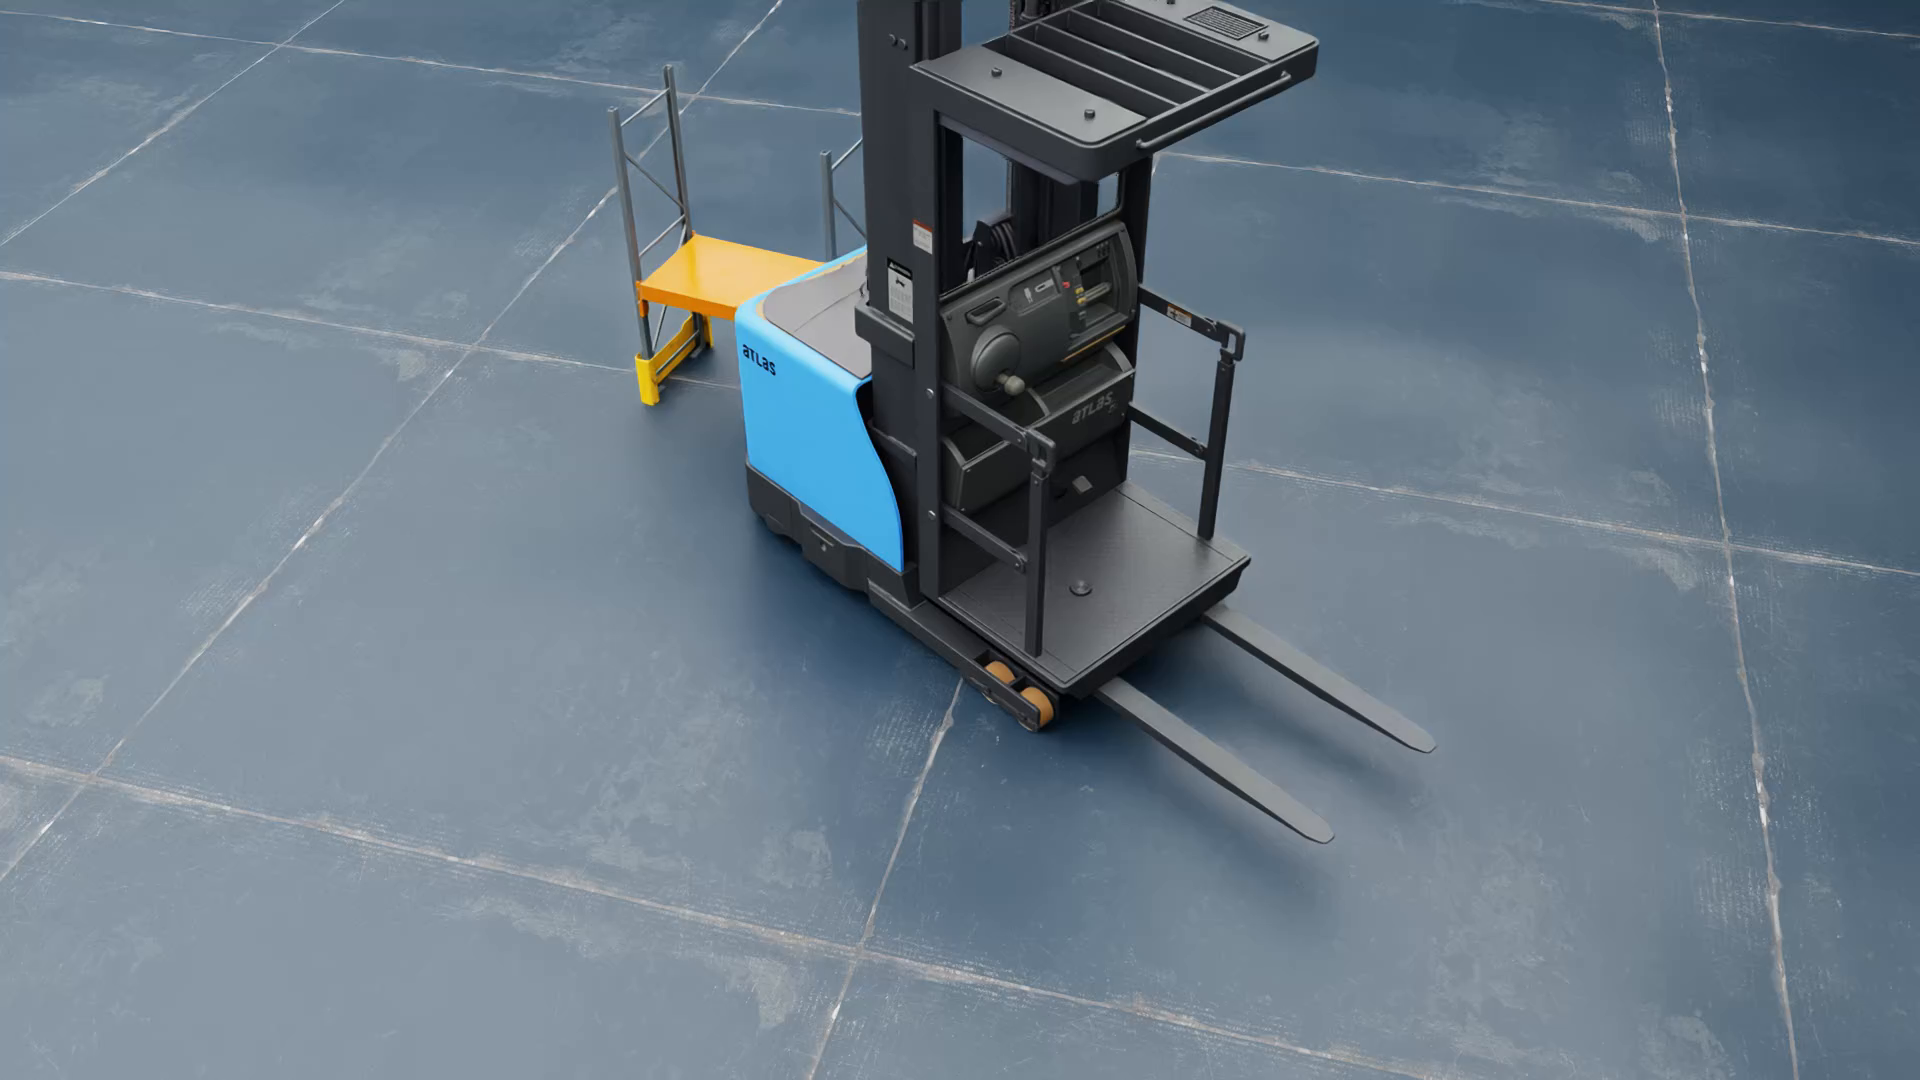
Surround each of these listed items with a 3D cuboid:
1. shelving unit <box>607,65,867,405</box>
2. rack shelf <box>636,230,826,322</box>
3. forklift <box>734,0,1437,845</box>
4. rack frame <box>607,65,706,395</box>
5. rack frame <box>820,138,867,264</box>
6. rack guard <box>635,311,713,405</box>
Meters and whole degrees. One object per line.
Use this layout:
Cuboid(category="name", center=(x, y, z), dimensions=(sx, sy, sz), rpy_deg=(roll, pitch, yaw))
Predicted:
Cuboid(category="shelving unit", center=(-0.938, -1.280, 7.608), dimensions=(1.083, 1.500, 0.587), rpy_deg=(15, 42, 17))
Cuboid(category="rack shelf", center=(-0.930, -1.140, 7.721), dimensions=(1.000, 0.185, 0.538), rpy_deg=(15, 42, 17))
Cuboid(category="forklift", center=(0.448, -0.769, 5.886), dimensions=(1.130, 2.935, 3.031), rpy_deg=(-31, 49, -32))
Cuboid(category="rack frame", center=(-1.397, -1.406, 7.758), dimensions=(0.032, 1.500, 0.500), rpy_deg=(15, 42, 17))
Cuboid(category="rack frame", center=(-0.462, -1.150, 7.453), dimensions=(0.032, 1.500, 0.500), rpy_deg=(15, 42, 17))
Cuboid(category="rack guard", center=(-1.396, -0.927, 8.160), dimensions=(0.087, 0.250, 0.587), rpy_deg=(15, 42, 17))
